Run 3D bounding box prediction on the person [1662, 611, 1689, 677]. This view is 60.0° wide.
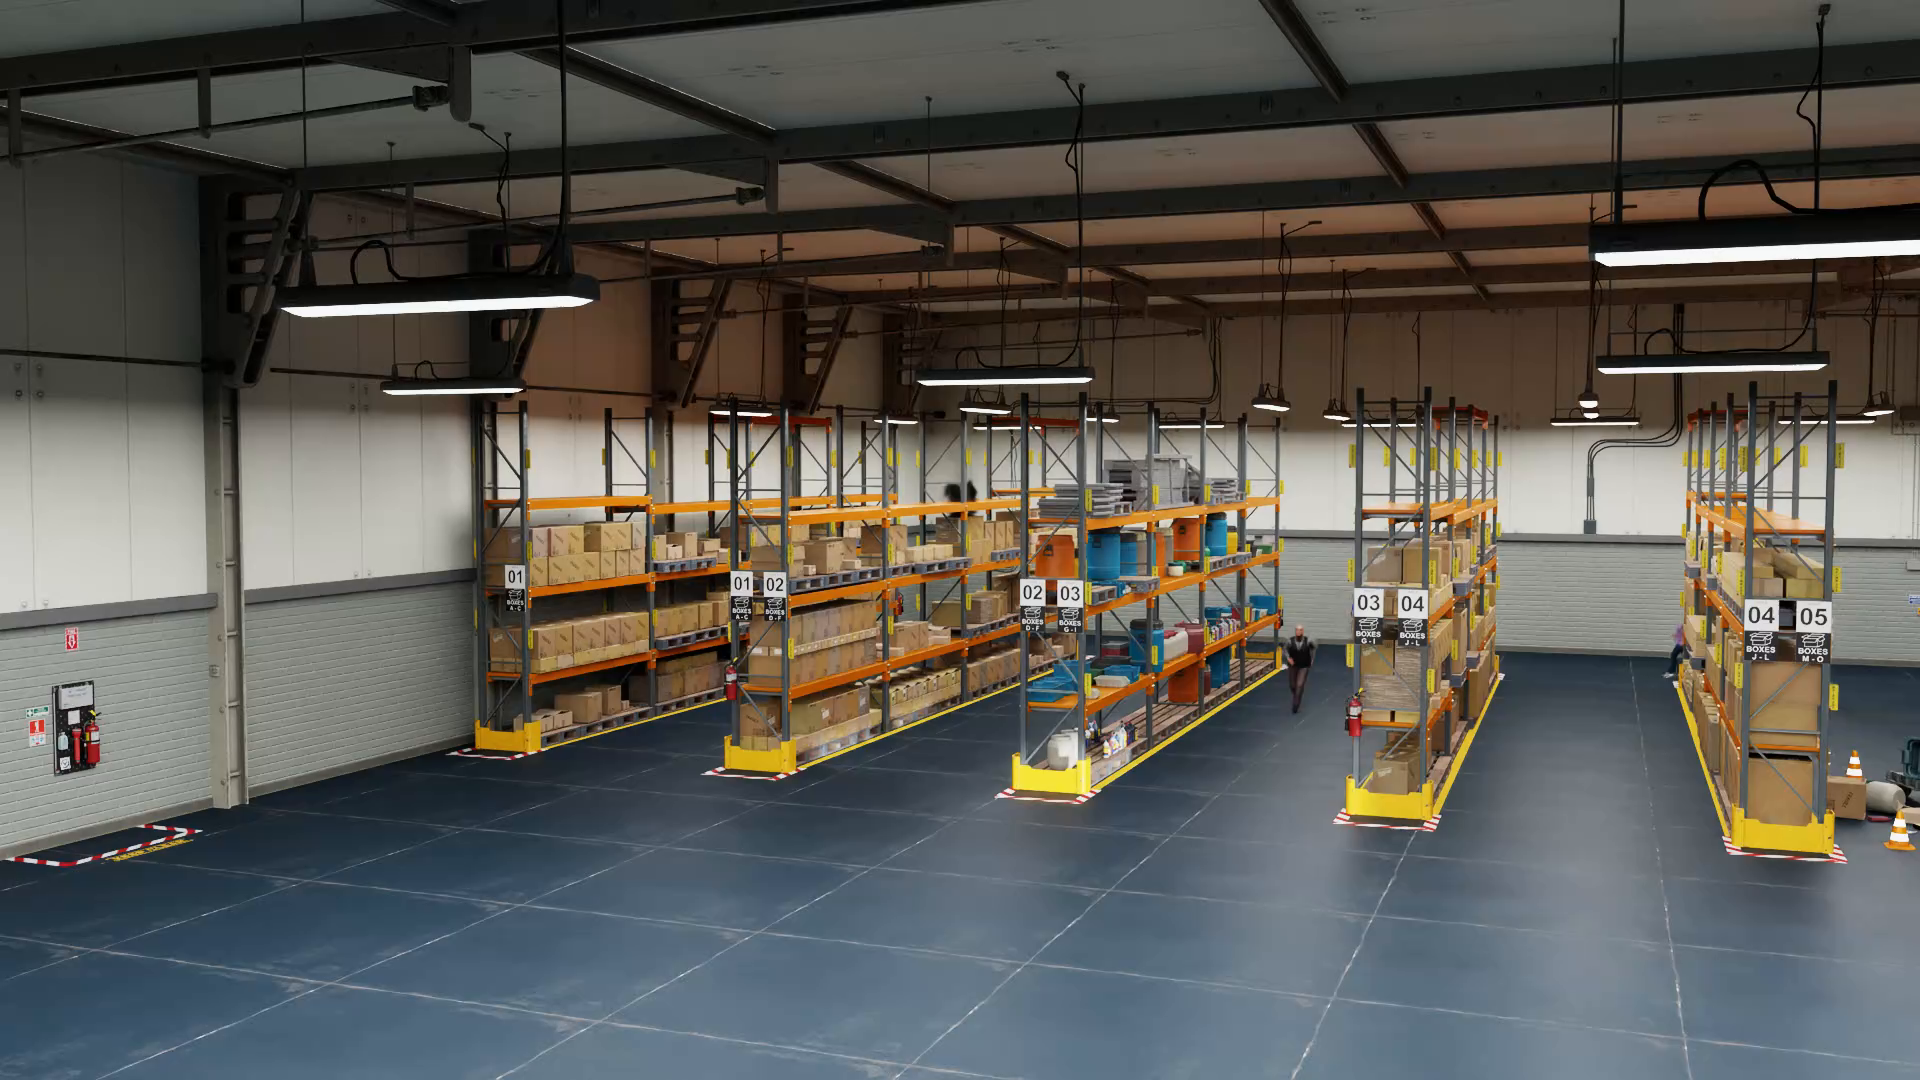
[{"bbox_3d":[16.346,2.366,37.756,0.827,1.563,0.583,2,4,39],"label":"person"}]

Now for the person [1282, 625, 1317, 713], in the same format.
[{"bbox_3d":[6.755,2.546,33.142,0.683,1.714,0.935,1,3,15],"label":"person"}]

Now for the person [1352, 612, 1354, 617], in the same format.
[{"bbox_3d":[10.066,2.169,41.336,0.566,1.676,0.869,-2,4,-41],"label":"person"}]
